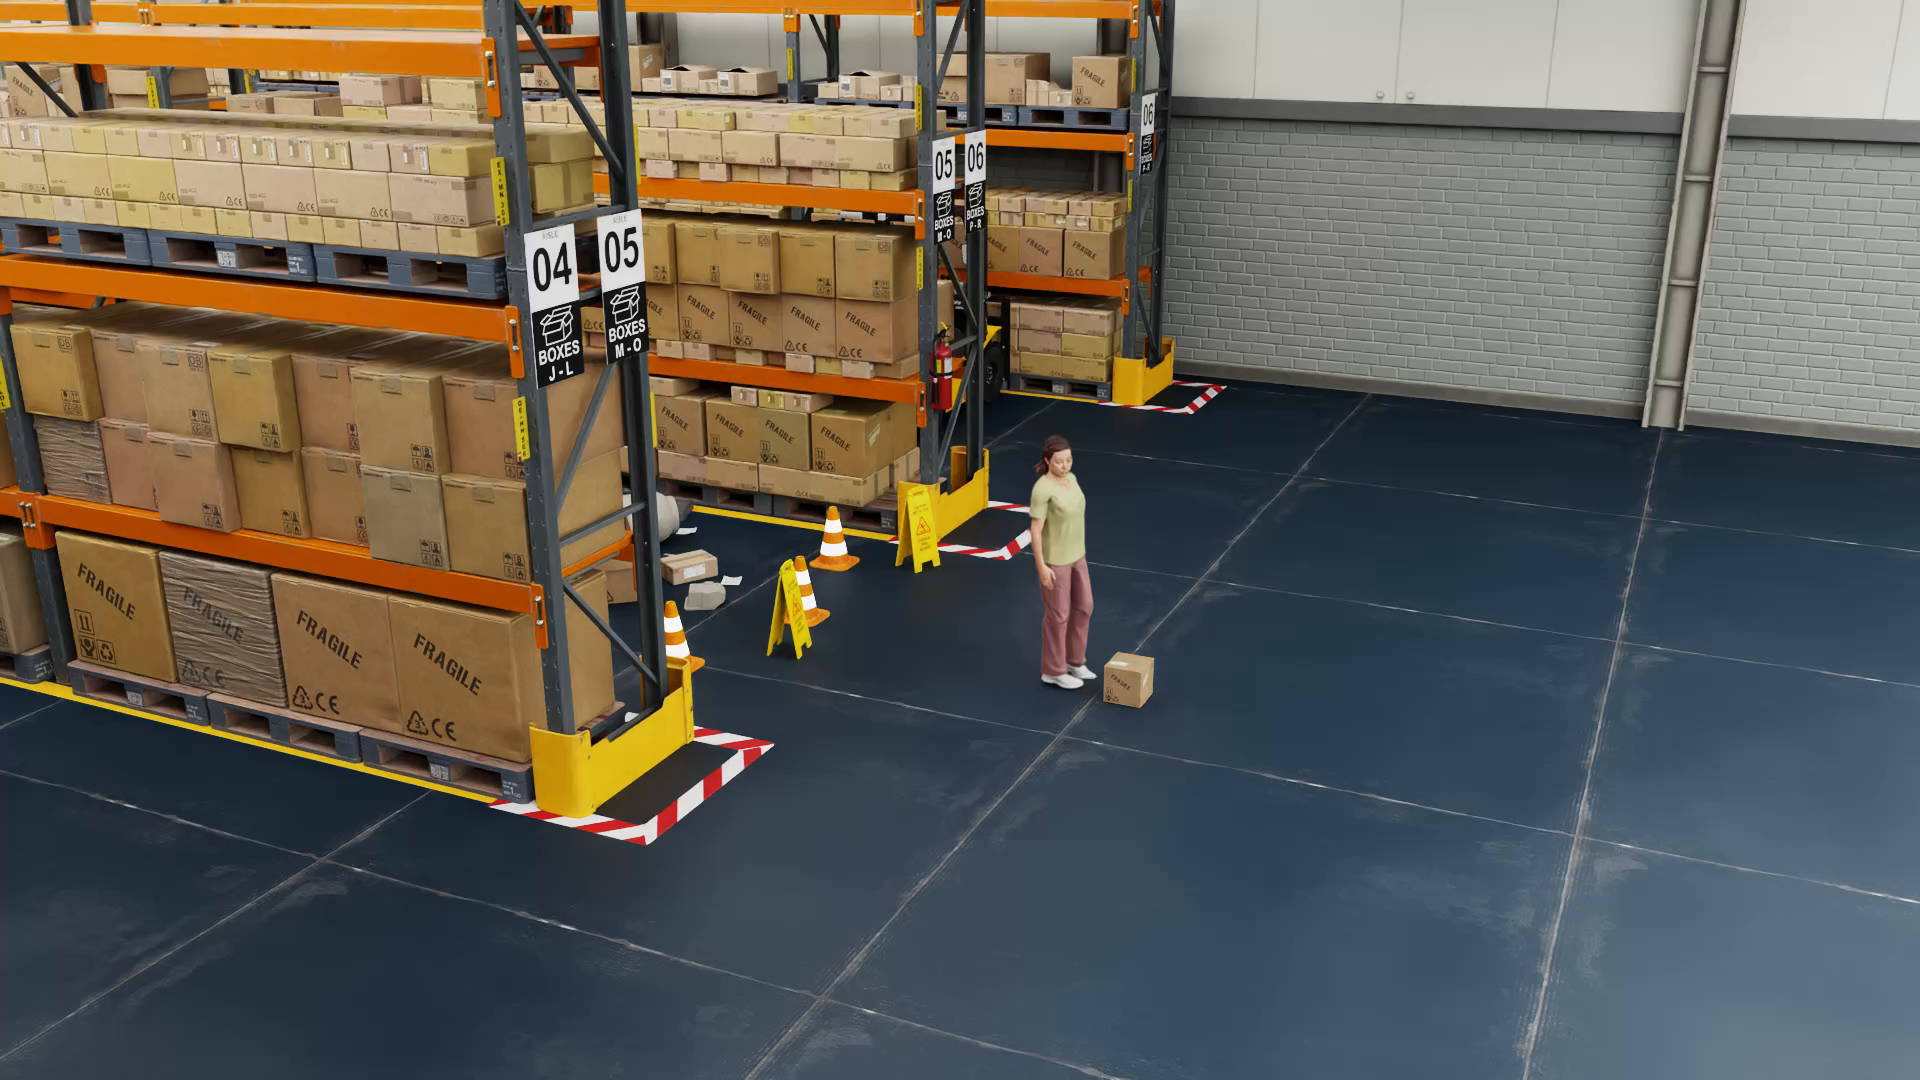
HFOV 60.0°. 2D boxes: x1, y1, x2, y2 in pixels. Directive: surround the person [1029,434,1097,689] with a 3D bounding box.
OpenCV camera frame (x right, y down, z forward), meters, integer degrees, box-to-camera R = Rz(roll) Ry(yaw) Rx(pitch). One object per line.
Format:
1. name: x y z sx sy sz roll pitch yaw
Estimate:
1. person: 0.642 0.157 10.635 0.404 1.725 0.519 13 23 33
